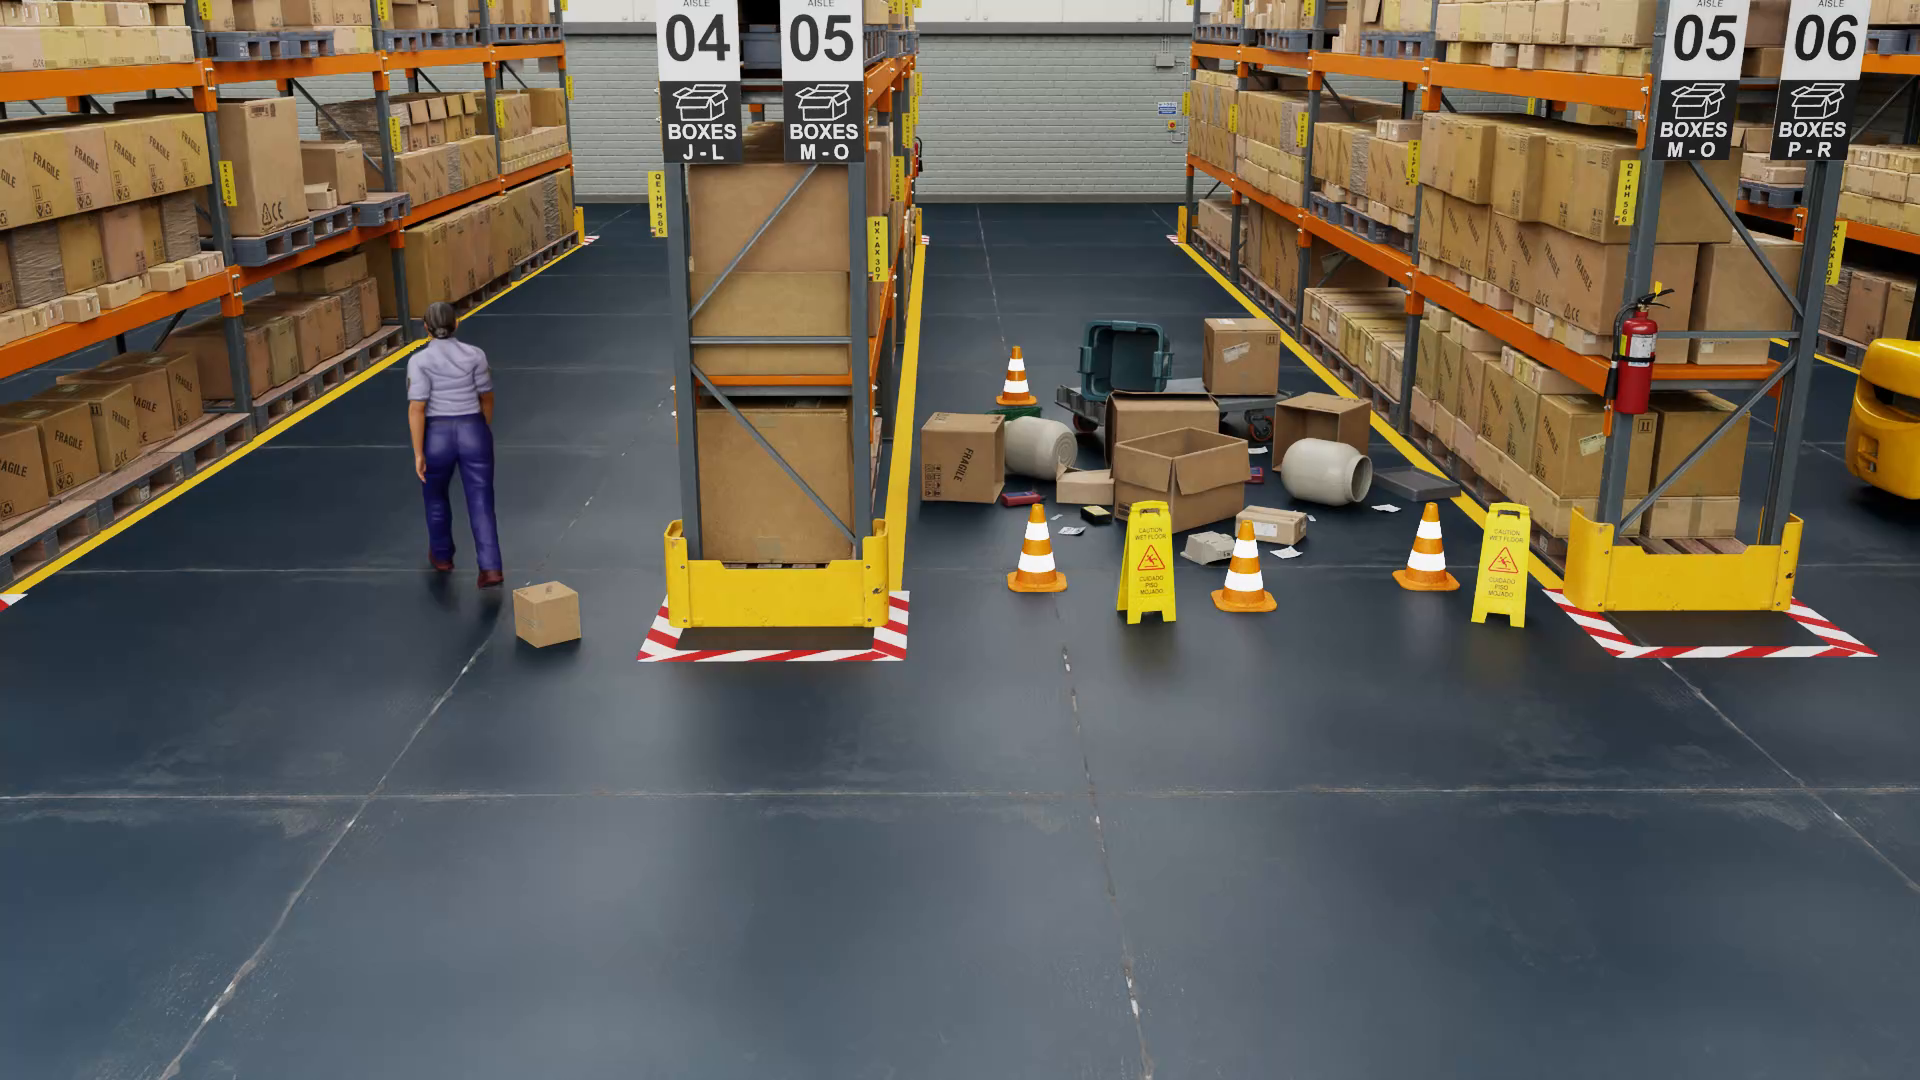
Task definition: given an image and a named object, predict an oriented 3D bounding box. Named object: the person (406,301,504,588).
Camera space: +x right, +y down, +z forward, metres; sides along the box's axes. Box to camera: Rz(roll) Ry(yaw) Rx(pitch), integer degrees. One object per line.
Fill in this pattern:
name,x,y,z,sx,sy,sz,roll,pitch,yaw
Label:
person,-2.821,-0.538,9.298,0.483,1.594,1.005,-7,19,-22
